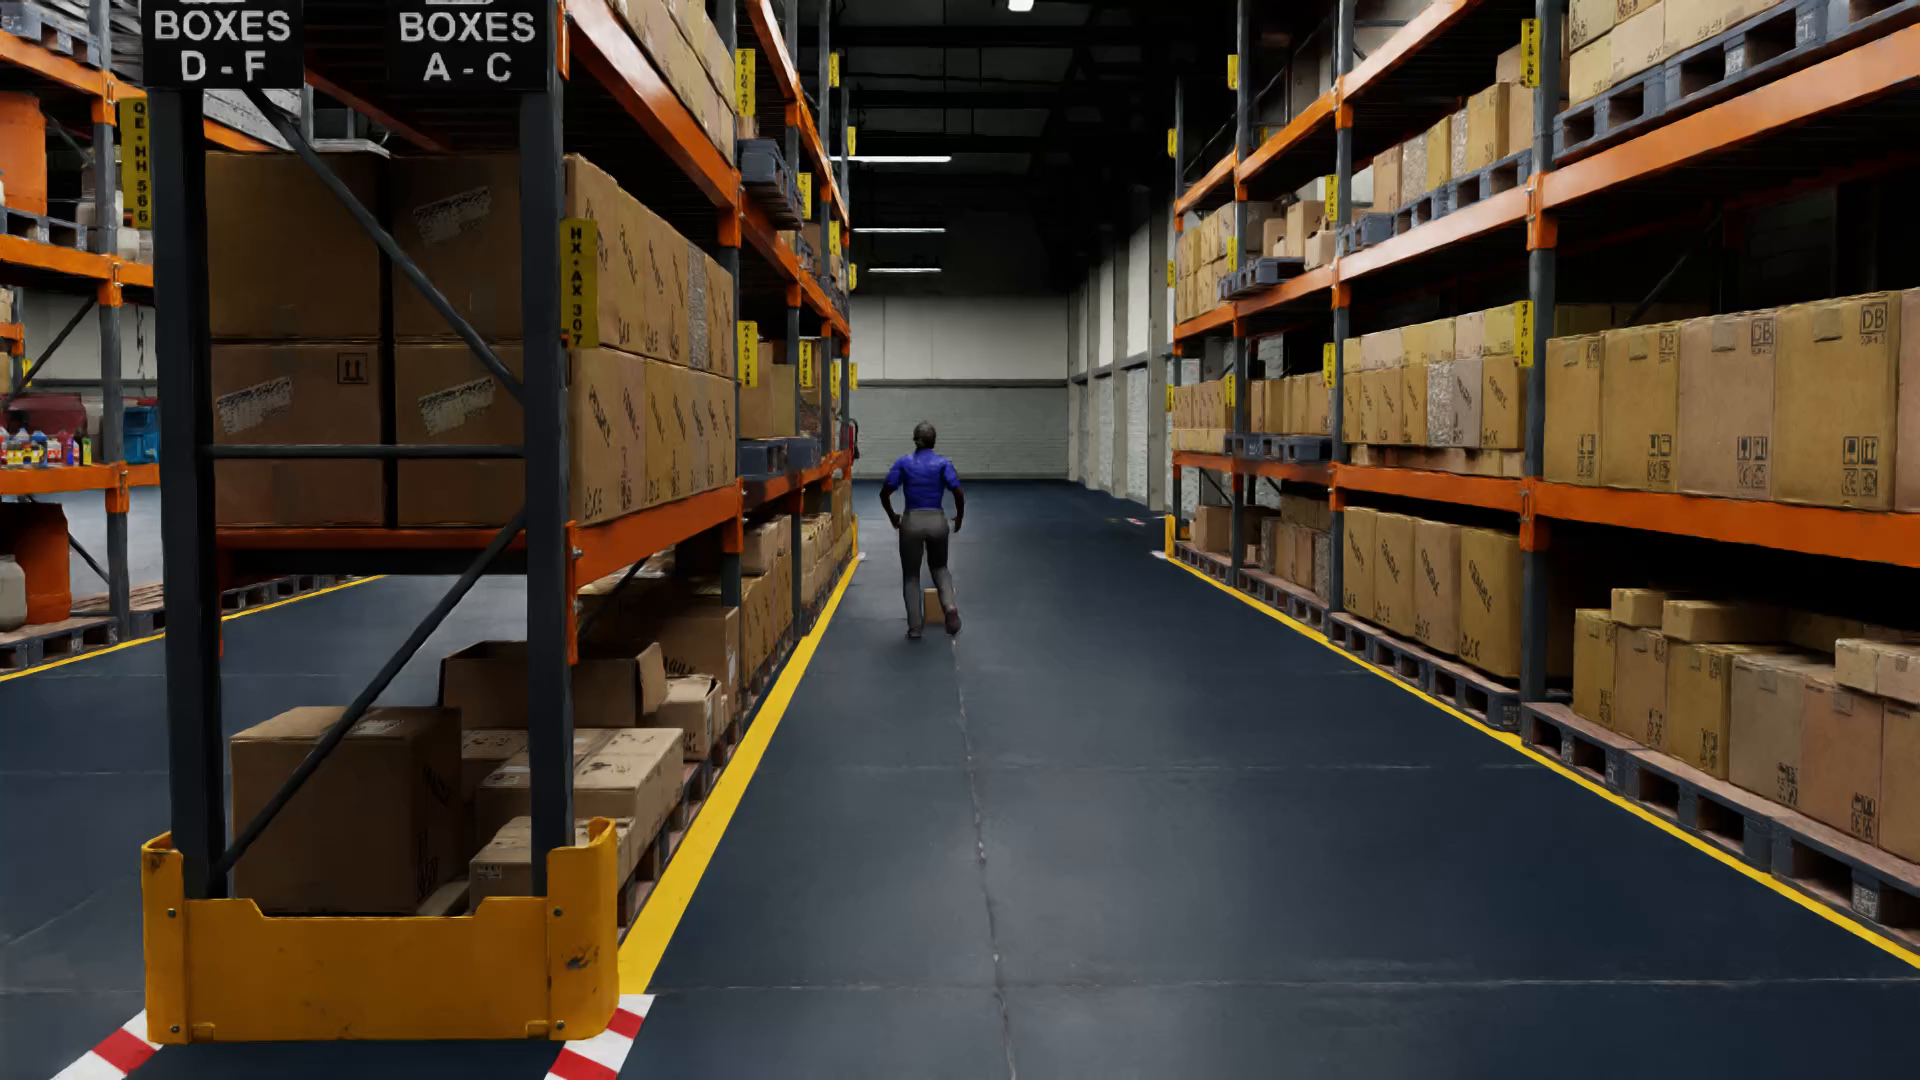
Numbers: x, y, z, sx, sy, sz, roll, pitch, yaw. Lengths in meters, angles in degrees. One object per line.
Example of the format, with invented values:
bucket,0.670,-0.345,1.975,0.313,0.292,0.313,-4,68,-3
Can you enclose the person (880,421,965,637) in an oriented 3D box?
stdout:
person,-0.293,-0.074,12.459,0.624,1.626,0.474,-1,4,-8
